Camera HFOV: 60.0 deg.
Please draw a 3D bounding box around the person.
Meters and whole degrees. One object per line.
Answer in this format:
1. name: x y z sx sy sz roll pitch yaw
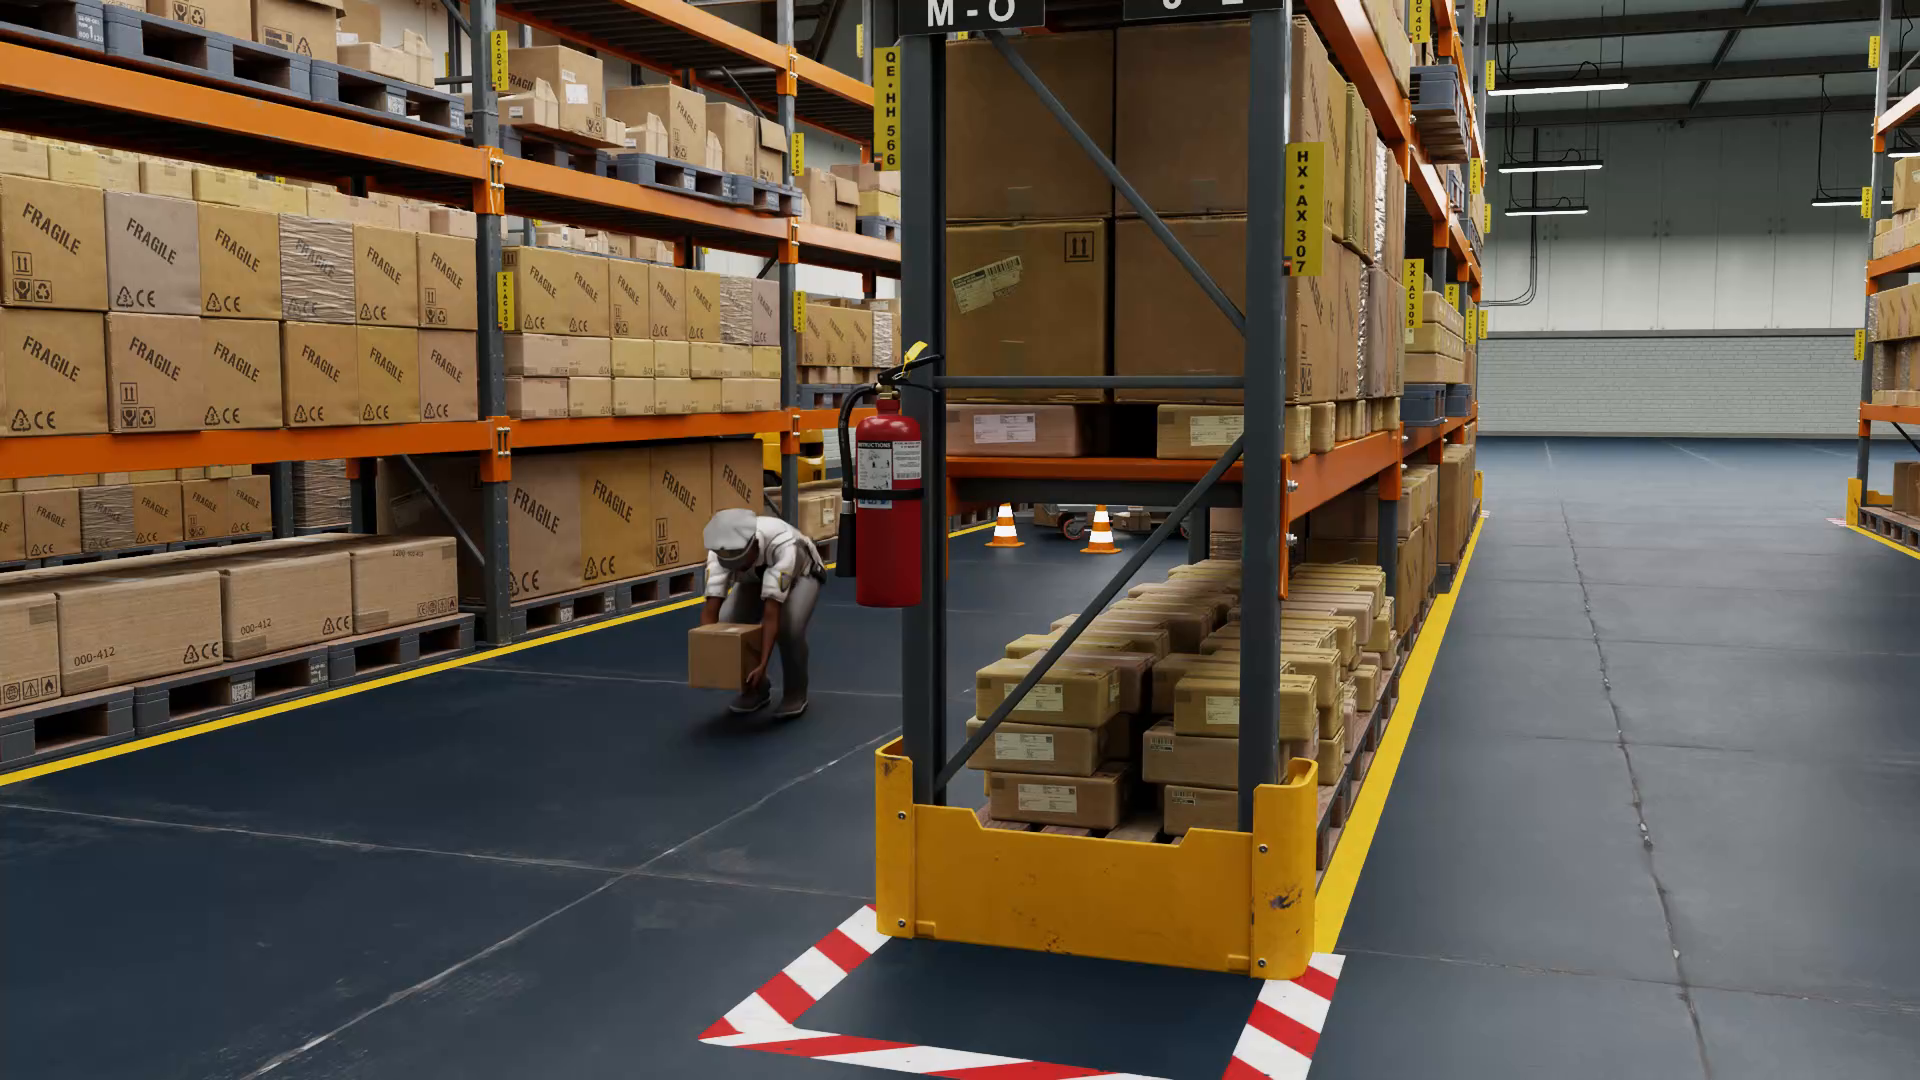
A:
1. person: -0.911 0.323 7.519 0.457 0.977 0.916 2 6 16
